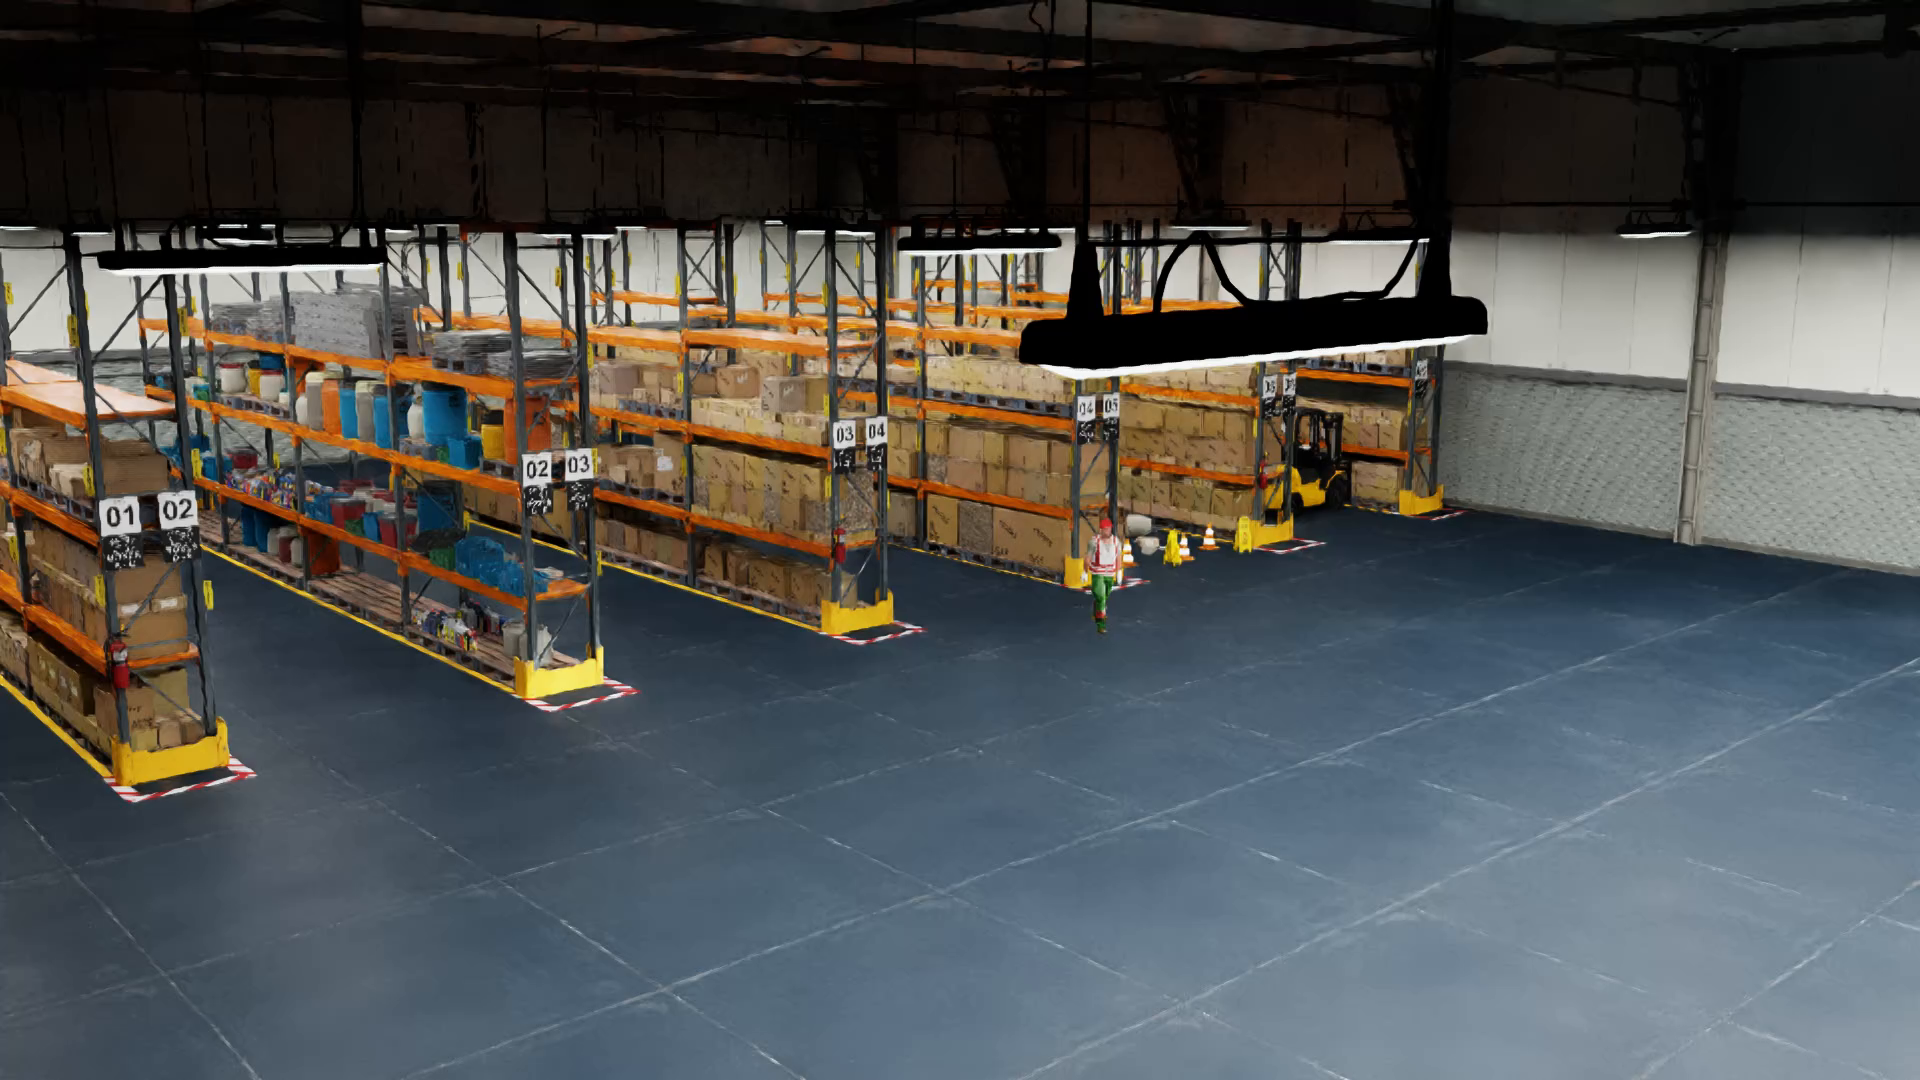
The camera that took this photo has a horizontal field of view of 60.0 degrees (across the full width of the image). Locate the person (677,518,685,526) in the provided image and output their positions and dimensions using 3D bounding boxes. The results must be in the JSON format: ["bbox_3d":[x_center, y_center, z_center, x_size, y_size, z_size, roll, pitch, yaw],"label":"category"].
[{"bbox_3d":[-5.187,-0.731,31.368,0.497,1.599,0.423,6,13,27],"label":"person"}]

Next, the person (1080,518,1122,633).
[{"bbox_3d":[2.144,0.500,25.054,0.598,1.733,0.988,-4,12,-21],"label":"person"}]

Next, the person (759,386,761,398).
[{"bbox_3d":[-5.554,-4.243,48.505,0.646,1.794,0.530,2,12,11],"label":"person"}]
